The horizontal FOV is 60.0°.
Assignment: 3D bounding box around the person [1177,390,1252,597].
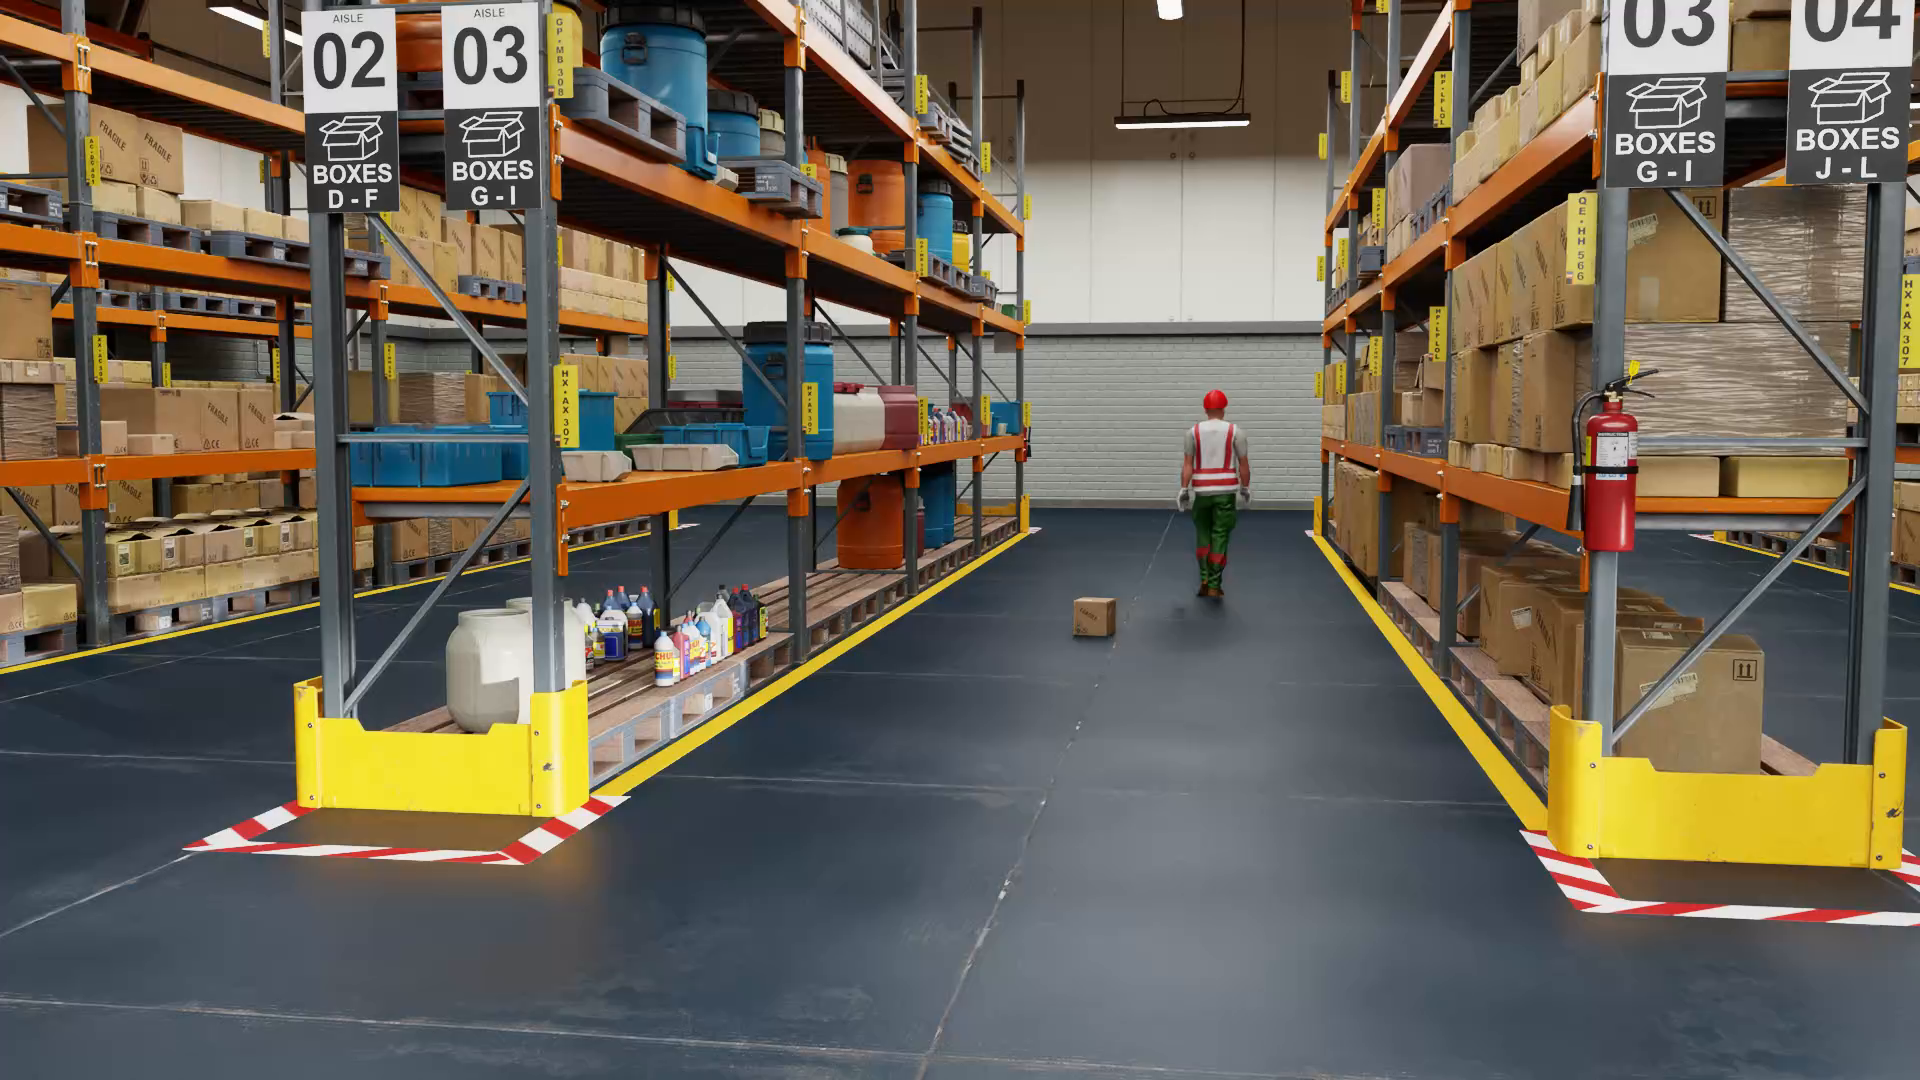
[{"bbox_3d":[2.212,-0.381,14.420,0.601,1.839,0.566,2,5,20],"label":"person"}]
